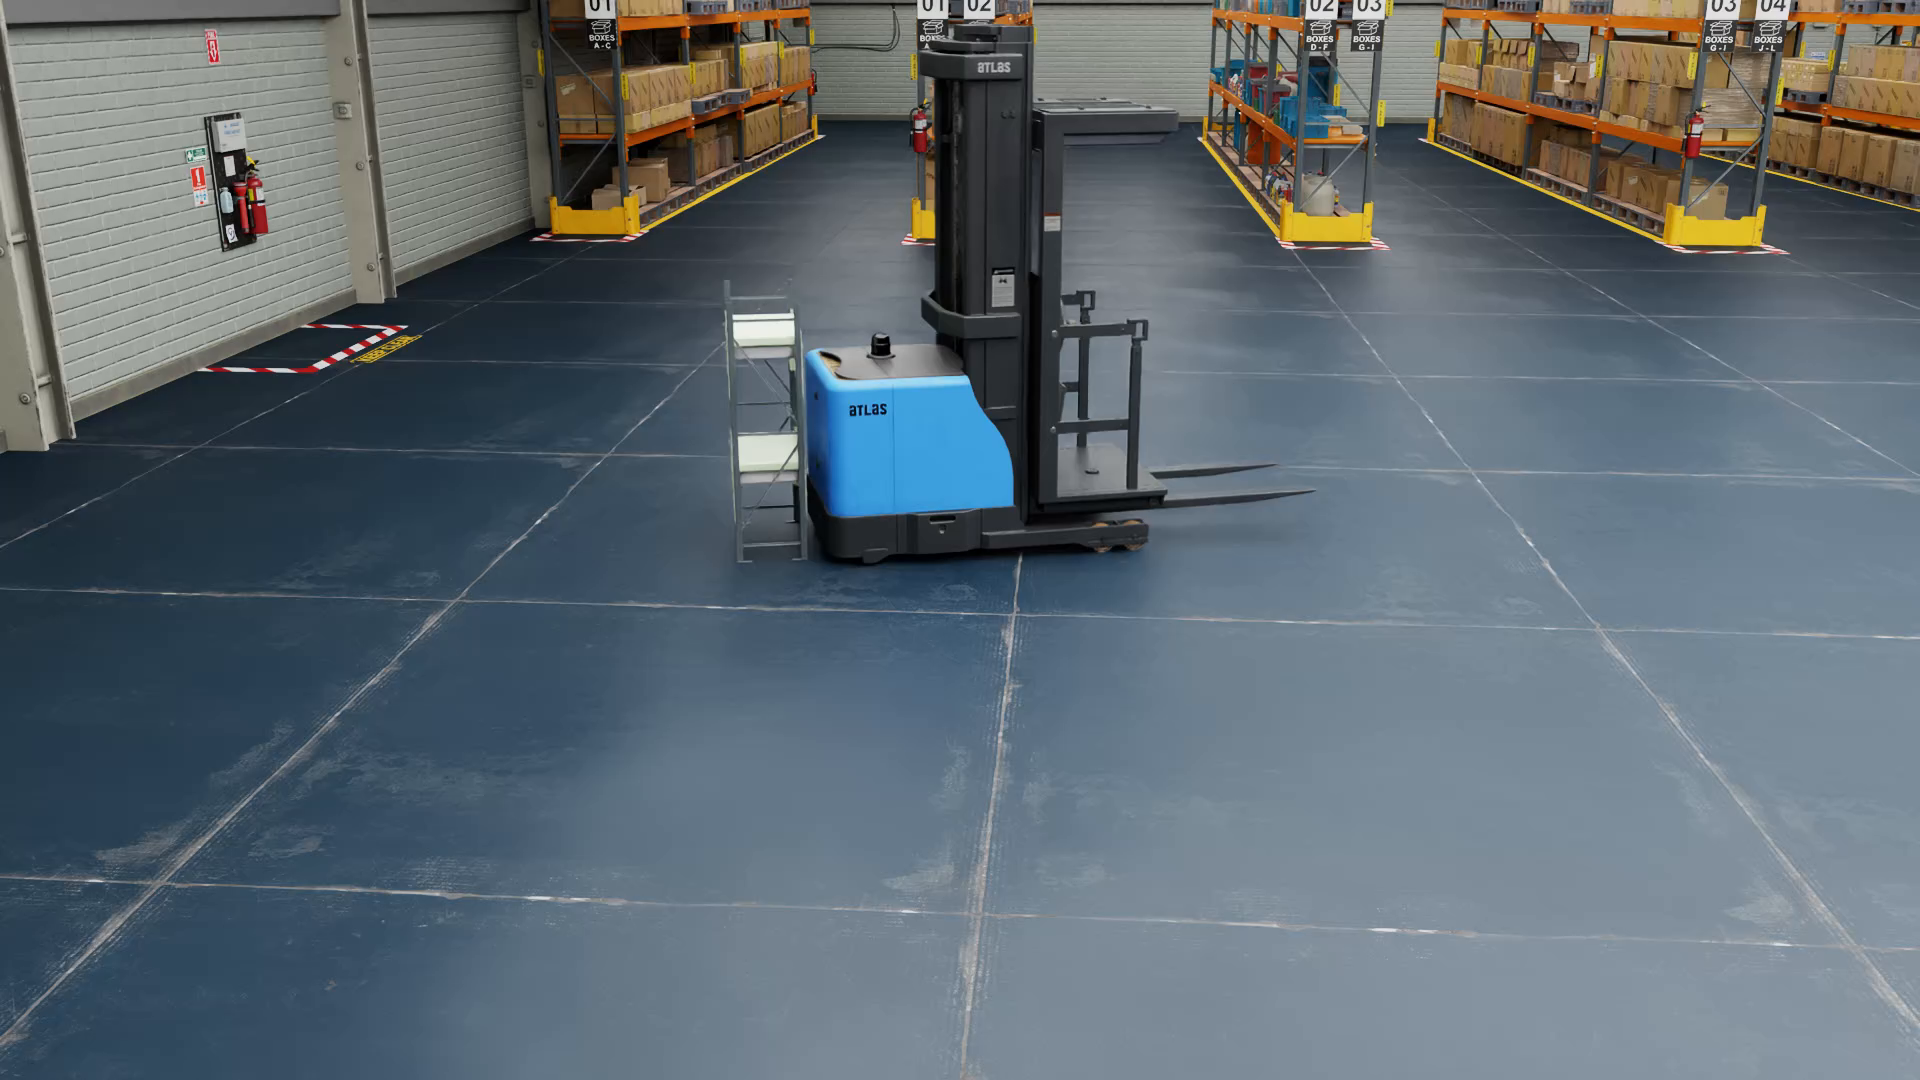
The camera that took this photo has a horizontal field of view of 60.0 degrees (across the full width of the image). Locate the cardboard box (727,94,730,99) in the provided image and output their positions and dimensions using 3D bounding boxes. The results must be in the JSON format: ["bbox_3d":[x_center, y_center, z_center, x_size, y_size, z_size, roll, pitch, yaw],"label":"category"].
[{"bbox_3d":[-4.165,-8.087,30.158,0.380,0.149,0.250,1,18,3],"label":"cardboard box"}]

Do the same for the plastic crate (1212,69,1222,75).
[{"bbox_3d":[5.642,-10.039,35.915,0.416,0.233,0.300,1,18,4],"label":"plastic crate"}]

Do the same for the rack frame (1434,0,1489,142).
[{"bbox_3d":[10.976,-10.253,36.396,1.000,3.000,0.127,1,18,4],"label":"rack frame"}]

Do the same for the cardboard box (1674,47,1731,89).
[{"bbox_3d":[9.621,-6.124,21.551,0.500,0.500,0.500,1,18,4],"label":"cardboard box"}]

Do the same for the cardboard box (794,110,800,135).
[{"bbox_3d":[-3.868,-9.065,36.111,0.700,0.500,0.500,1,18,2],"label":"cardboard box"}]

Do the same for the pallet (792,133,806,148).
[{"bbox_3d":[-3.916,-8.632,35.926,1.003,0.211,1.213,1,18,4],"label":"pallet"}]

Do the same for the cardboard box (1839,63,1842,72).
[{"bbox_3d":[15.607,-8.288,29.173,0.380,0.149,0.250,1,18,4],"label":"cardboard box"}]

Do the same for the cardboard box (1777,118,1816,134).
[{"bbox_3d":[15.207,-7.527,30.213,0.500,0.250,0.500,2,18,5],"label":"cardboard box"}]

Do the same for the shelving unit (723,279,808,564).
[{"bbox_3d":[-1.132,-0.702,9.657,0.431,1.500,0.755,-3,18,-8],"label":"shelving unit"}]

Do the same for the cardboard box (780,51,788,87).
[{"bbox_3d":[-4.078,-9.653,34.083,0.980,0.700,0.700,2,18,5],"label":"cardboard box"}]

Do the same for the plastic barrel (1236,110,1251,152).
[{"bbox_3d":[5.642,-7.935,32.018,0.600,0.901,0.708,1,18,4],"label":"plastic barrel"}]

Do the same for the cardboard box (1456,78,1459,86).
[{"bbox_3d":[10.495,-9.471,34.415,0.380,0.149,0.250,2,18,5],"label":"cardboard box"}]

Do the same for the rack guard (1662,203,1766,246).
[{"bbox_3d":[9.834,-4.119,21.692,1.175,0.500,0.348,1,18,4],"label":"rack guard"}]

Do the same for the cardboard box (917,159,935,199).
[{"bbox_3d":[-0.310,-4.928,22.684,0.500,0.500,0.500,1,18,4],"label":"cardboard box"}]

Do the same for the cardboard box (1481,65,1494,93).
[{"bbox_3d":[10.406,-8.921,32.170,0.500,0.500,0.500,1,18,4],"label":"cardboard box"}]

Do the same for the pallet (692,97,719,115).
[{"bbox_3d":[-4.507,-7.001,26.779,1.003,0.211,1.213,1,18,4],"label":"pallet"}]

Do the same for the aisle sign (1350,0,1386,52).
[{"bbox_3d":[5.175,-6.601,21.075,0.394,0.787,0.004,1,18,4],"label":"aisle sign"}]

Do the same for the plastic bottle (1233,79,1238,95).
[{"bbox_3d":[5.252,-8.567,31.451,0.152,0.276,0.135,1,18,4],"label":"plastic bottle"}]

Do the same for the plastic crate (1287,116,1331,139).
[{"bbox_3d":[4.626,-5.486,22.086,0.499,0.251,0.616,1,18,4],"label":"plastic crate"}]

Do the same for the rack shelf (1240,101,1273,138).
[{"bbox_3d":[5.318,-6.916,27.367,1.077,0.370,4.000,1,18,4],"label":"rack shelf"}]

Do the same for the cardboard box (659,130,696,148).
[{"bbox_3d":[-4.642,-6.601,27.355,0.500,0.250,0.500,1,18,3],"label":"cardboard box"}]

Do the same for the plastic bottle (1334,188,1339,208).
[{"bbox_3d":[5.329,-4.863,23.622,0.097,0.271,0.097,0,18,0],"label":"plastic bottle"}]

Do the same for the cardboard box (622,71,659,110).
[{"bbox_3d":[-4.571,-6.365,23.536,0.500,0.500,0.500,1,18,2],"label":"cardboard box"}]

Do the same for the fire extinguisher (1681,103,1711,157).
[{"bbox_3d":[9.361,-5.222,21.166,0.296,0.674,0.183,1,18,4],"label":"fire extinguisher"}]

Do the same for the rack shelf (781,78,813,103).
[{"bbox_3d":[-3.990,-9.622,35.625,1.077,0.370,4.000,1,18,4],"label":"rack shelf"}]

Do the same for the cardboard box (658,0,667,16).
[{"bbox_3d":[-4.547,-7.848,24.047,0.500,0.500,0.500,1,18,2],"label":"cardboard box"}]

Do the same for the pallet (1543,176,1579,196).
[{"bbox_3d":[10.254,-5.823,27.354,1.003,0.211,1.213,1,18,4],"label":"pallet"}]

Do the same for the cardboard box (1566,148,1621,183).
[{"bbox_3d":[10.273,-6.059,26.904,0.700,0.500,0.500,0,18,-1],"label":"cardboard box"}]

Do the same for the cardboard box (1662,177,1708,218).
[{"bbox_3d":[9.899,-4.675,22.714,0.500,0.500,0.500,6,19,18],"label":"cardboard box"}]

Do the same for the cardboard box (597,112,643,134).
[{"bbox_3d":[-4.642,-5.698,22.704,0.500,0.250,0.500,1,18,2],"label":"cardboard box"}]

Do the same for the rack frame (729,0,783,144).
[{"bbox_3d":[-4.133,-9.342,33.617,1.000,3.000,0.127,1,18,4],"label":"rack frame"}]

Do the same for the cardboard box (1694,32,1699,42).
[{"bbox_3d":[15.529,-10.323,34.367,0.500,0.500,0.500,1,18,3],"label":"cardboard box"}]

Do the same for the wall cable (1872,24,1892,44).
[{"bbox_3d":[22.656,-12.238,40.823,0.588,1.984,0.122,1,18,4],"label":"wall cable"}]

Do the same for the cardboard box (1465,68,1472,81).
[{"bbox_3d":[10.493,-9.384,33.509,0.500,0.250,0.500,2,18,6],"label":"cardboard box"}]

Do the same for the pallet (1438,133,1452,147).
[{"bbox_3d":[10.996,-8.678,36.067,1.003,0.211,1.213,1,18,4],"label":"pallet"}]

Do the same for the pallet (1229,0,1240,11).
[{"bbox_3d":[5.790,-10.211,31.755,1.213,0.211,1.003,1,18,4],"label":"pallet"}]

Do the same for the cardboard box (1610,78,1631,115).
[{"bbox_3d":[9.950,-6.422,24.066,0.875,0.500,0.500,1,18,4],"label":"cardboard box"}]

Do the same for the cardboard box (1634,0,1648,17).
[{"bbox_3d":[9.748,-7.428,23.197,0.500,0.250,0.500,1,18,2],"label":"cardboard box"}]

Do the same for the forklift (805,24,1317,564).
[{"bbox_3d":[0.630,-1.481,9.735,3.031,2.935,1.130,-4,19,-12],"label":"forklift"}]

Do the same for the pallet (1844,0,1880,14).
[{"bbox_3d":[15.349,-8.761,27.328,1.213,0.211,1.003,2,18,6],"label":"pallet"}]

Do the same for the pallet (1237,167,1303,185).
[{"bbox_3d":[5.368,-6.314,28.853,1.003,0.211,1.213,1,18,4],"label":"pallet"}]

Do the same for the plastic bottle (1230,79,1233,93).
[{"bbox_3d":[5.273,-8.776,32.095,0.097,0.271,0.097,0,18,0],"label":"plastic bottle"}]

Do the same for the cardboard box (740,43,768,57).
[{"bbox_3d":[-3.994,-9.429,32.008,0.500,0.250,0.500,2,18,5],"label":"cardboard box"}]

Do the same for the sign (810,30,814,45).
[{"bbox_3d":[-3.306,-11.231,37.141,0.100,0.325,0.005,1,18,4],"label":"sign"}]

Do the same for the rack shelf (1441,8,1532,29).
[{"bbox_3d":[10.832,-10.715,34.145,1.077,0.370,4.000,1,18,4],"label":"rack shelf"}]

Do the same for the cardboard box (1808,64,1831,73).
[{"bbox_3d":[14.920,-8.152,28.757,0.380,0.149,0.250,1,18,2],"label":"cardboard box"}]

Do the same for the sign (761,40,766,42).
[{"bbox_3d":[-4.399,-11.048,37.305,0.100,0.325,0.005,1,18,4],"label":"sign"}]

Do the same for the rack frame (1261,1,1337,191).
[{"bbox_3d":[5.175,-6.637,25.359,1.000,3.000,0.127,1,18,4],"label":"rack frame"}]

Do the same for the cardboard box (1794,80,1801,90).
[{"bbox_3d":[14.956,-8.027,29.331,0.380,0.149,0.250,2,18,5],"label":"cardboard box"}]

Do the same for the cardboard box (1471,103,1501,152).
[{"bbox_3d":[10.663,-8.001,32.262,1.225,0.875,0.875,1,18,4],"label":"cardboard box"}]

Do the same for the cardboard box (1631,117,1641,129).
[{"bbox_3d":[9.706,-5.880,23.455,0.380,0.149,0.250,1,18,4],"label":"cardboard box"}]

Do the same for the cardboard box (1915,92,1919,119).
[{"bbox_3d":[14.826,-6.599,25.086,0.500,0.500,0.500,1,18,4],"label":"cardboard box"}]

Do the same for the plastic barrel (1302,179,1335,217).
[{"bbox_3d":[4.859,-4.618,22.519,0.421,0.512,0.421,0,18,0],"label":"plastic barrel"}]
